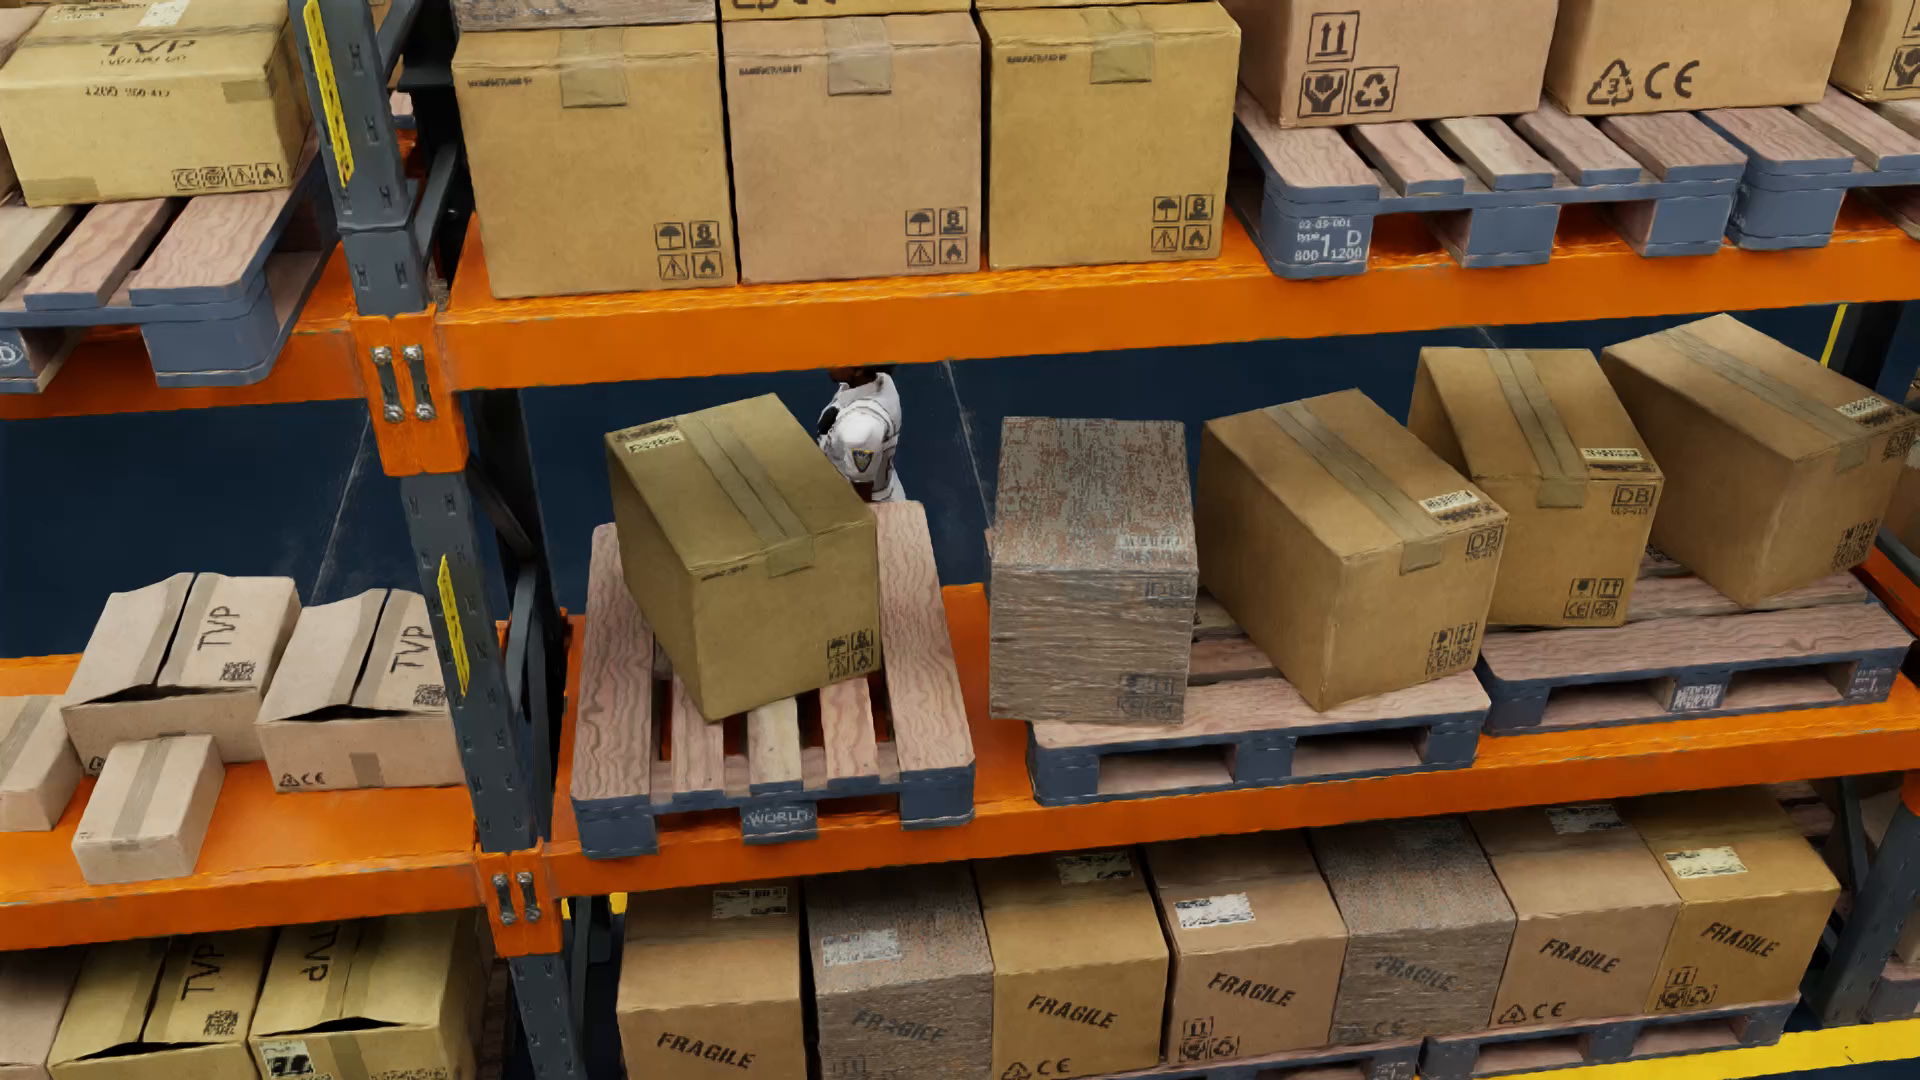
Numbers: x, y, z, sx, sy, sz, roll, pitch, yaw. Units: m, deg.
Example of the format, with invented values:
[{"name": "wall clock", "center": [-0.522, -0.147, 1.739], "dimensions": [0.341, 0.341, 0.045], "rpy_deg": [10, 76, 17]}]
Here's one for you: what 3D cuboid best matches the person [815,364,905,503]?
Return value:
[{"name": "person", "center": [-0.482, -0.086, 6.241], "dimensions": [0.682, 1.676, 0.455], "rpy_deg": [-1, 35, -1]}]
